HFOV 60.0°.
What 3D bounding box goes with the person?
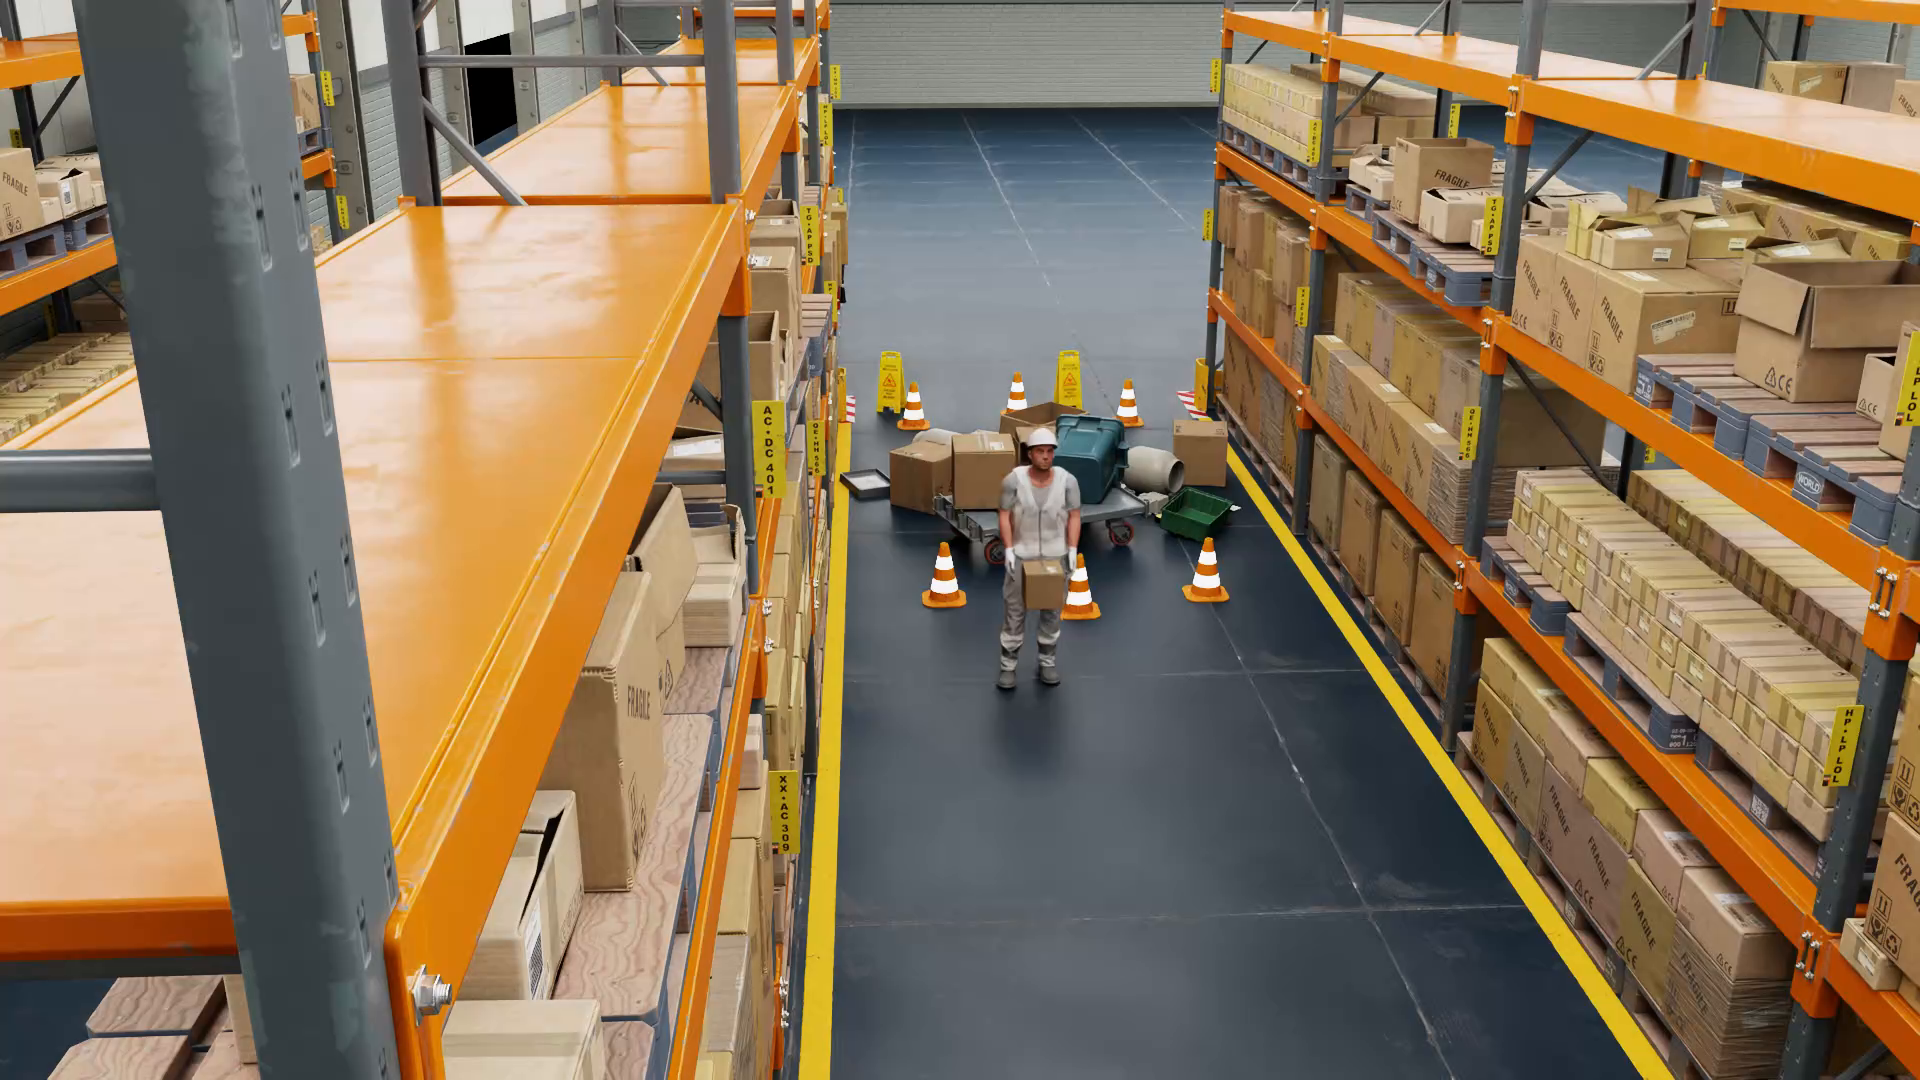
[{"bbox_3d":[0.535,0.129,11.182,0.576,1.794,0.426,-1,20,-3],"label":"person"}]
